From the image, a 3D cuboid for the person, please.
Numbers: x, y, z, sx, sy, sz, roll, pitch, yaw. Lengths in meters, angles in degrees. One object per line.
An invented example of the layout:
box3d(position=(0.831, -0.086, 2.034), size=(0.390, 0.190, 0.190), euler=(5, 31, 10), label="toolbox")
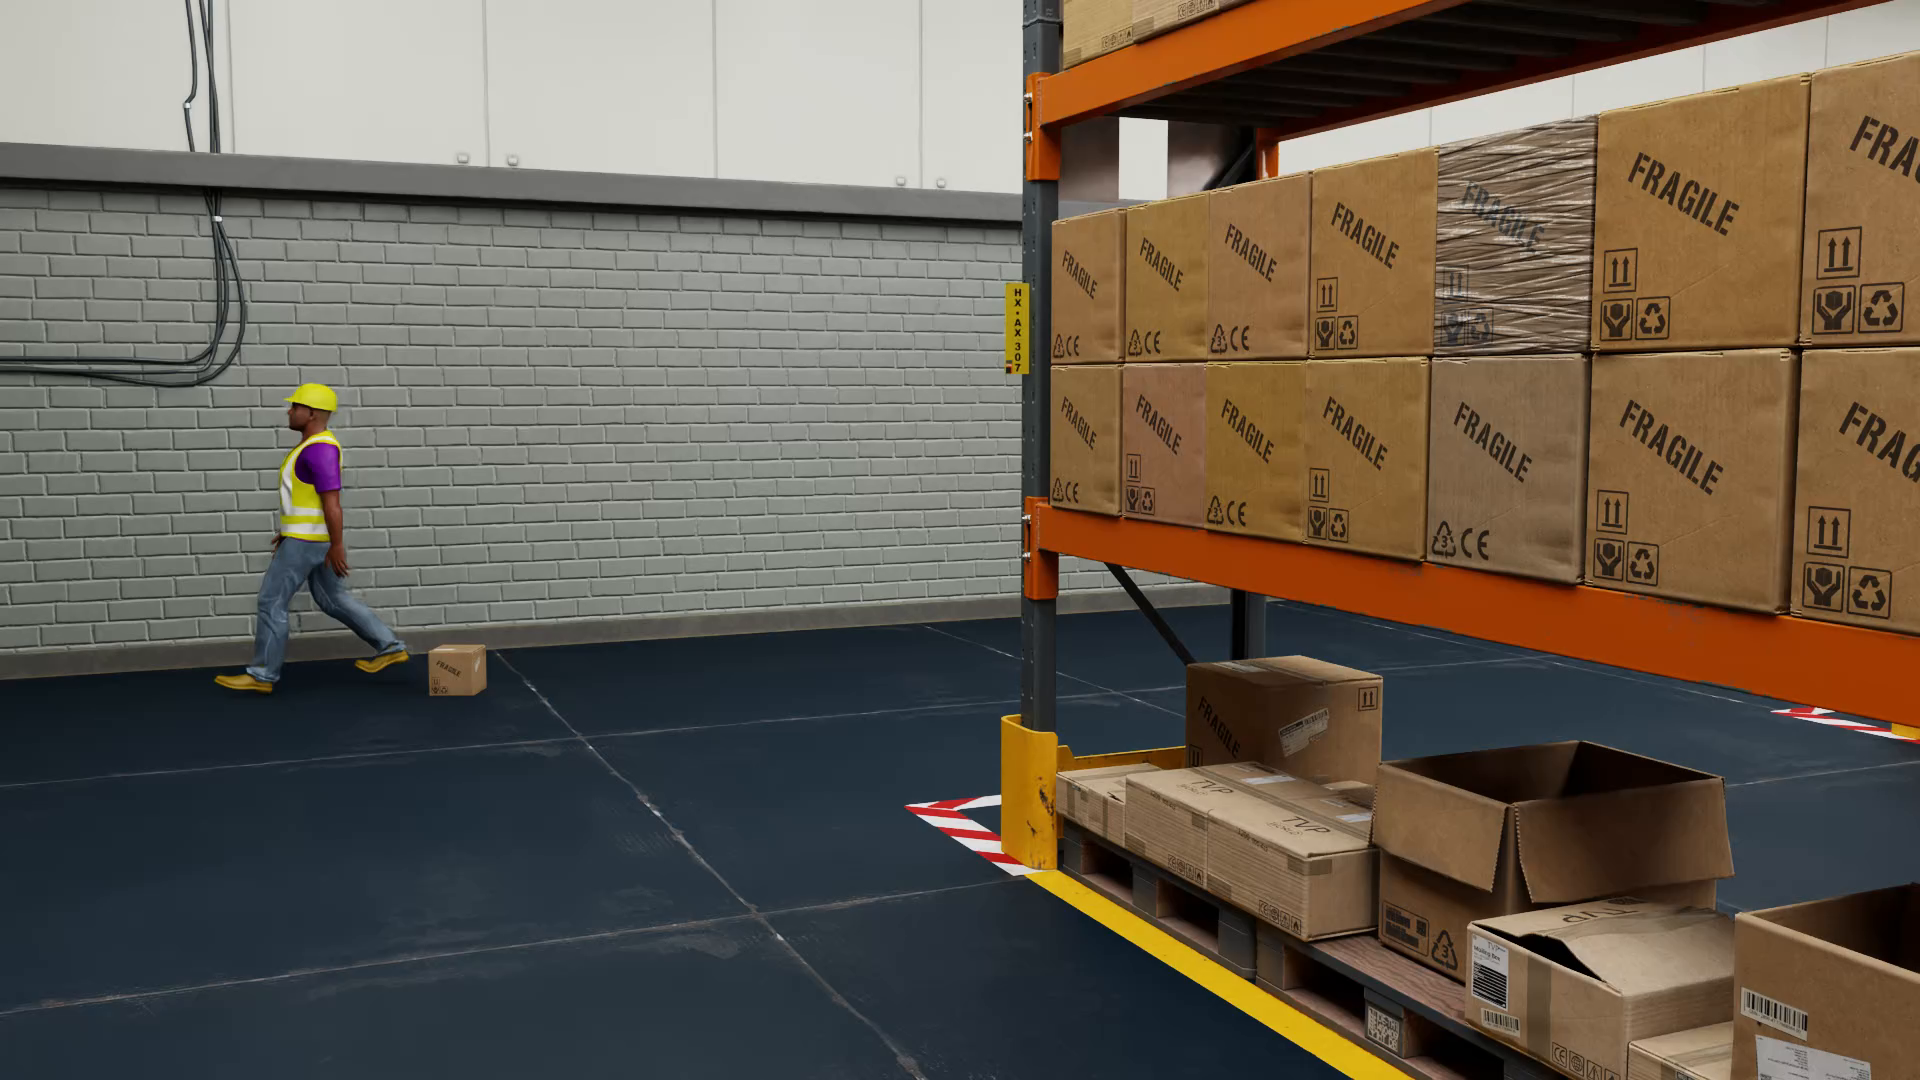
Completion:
box3d(position=(-3.672, -0.017, 9.390), size=(1.021, 1.730, 0.570), euler=(-1, 6, -16), label="person")
